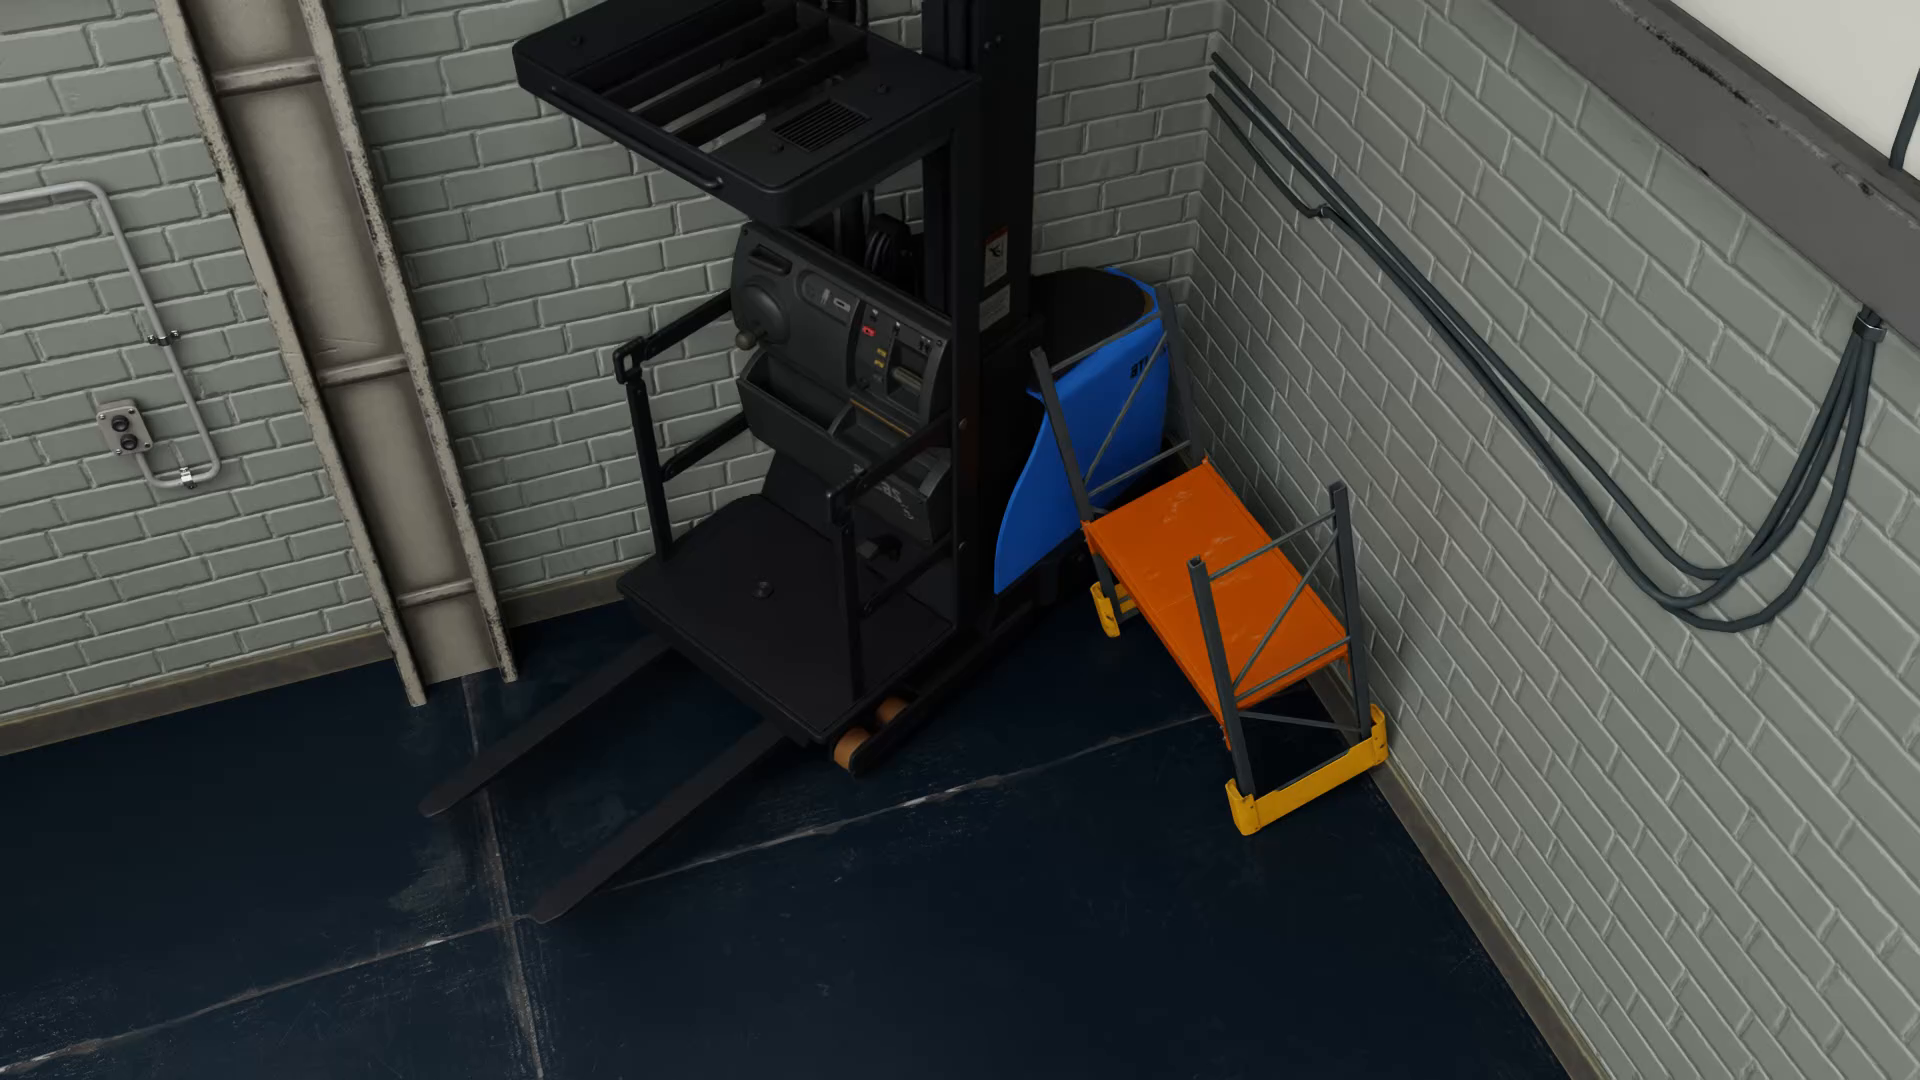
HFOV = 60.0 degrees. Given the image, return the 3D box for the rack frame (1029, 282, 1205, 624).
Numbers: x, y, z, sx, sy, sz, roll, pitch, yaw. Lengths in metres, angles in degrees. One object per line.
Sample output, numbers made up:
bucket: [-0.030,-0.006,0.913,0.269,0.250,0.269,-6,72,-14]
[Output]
rack frame: [0.628,-0.248,5.867,0.500,1.500,0.032,-28,49,-5]

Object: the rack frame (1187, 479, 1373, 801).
rack frame: [1.039,0.409,5.208,0.500,1.500,0.032,-28,49,-5]

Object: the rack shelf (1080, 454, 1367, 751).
rack shelf: [0.877,0.189,5.674,0.538,0.185,1.000,-28,49,-5]

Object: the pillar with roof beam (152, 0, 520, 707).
pillar with roof beam: [-0.427,0.158,0.239,0.400,9.000,9.100,-14,47,-14]

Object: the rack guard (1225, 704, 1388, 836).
rack guard: [1.191,0.787,5.682,0.587,0.250,0.087,-28,49,-5]

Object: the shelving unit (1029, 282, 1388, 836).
shelving unit: [0.837,0.086,5.532,0.587,1.500,1.083,-28,49,-5]

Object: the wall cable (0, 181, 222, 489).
wall cable: [-3.251,-0.663,4.576,1.851,1.984,0.084,-14,47,-14]

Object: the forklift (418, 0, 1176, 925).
forklift: [-0.547,-0.618,5.297,1.130,2.935,3.031,33,54,28]

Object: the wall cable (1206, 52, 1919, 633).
wall cable: [1.307,-1.510,4.094,0.112,2.526,3.097,-14,47,-14]

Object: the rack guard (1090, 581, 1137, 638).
rack guard: [0.788,0.143,6.327,0.587,0.250,0.087,-28,49,-5]
